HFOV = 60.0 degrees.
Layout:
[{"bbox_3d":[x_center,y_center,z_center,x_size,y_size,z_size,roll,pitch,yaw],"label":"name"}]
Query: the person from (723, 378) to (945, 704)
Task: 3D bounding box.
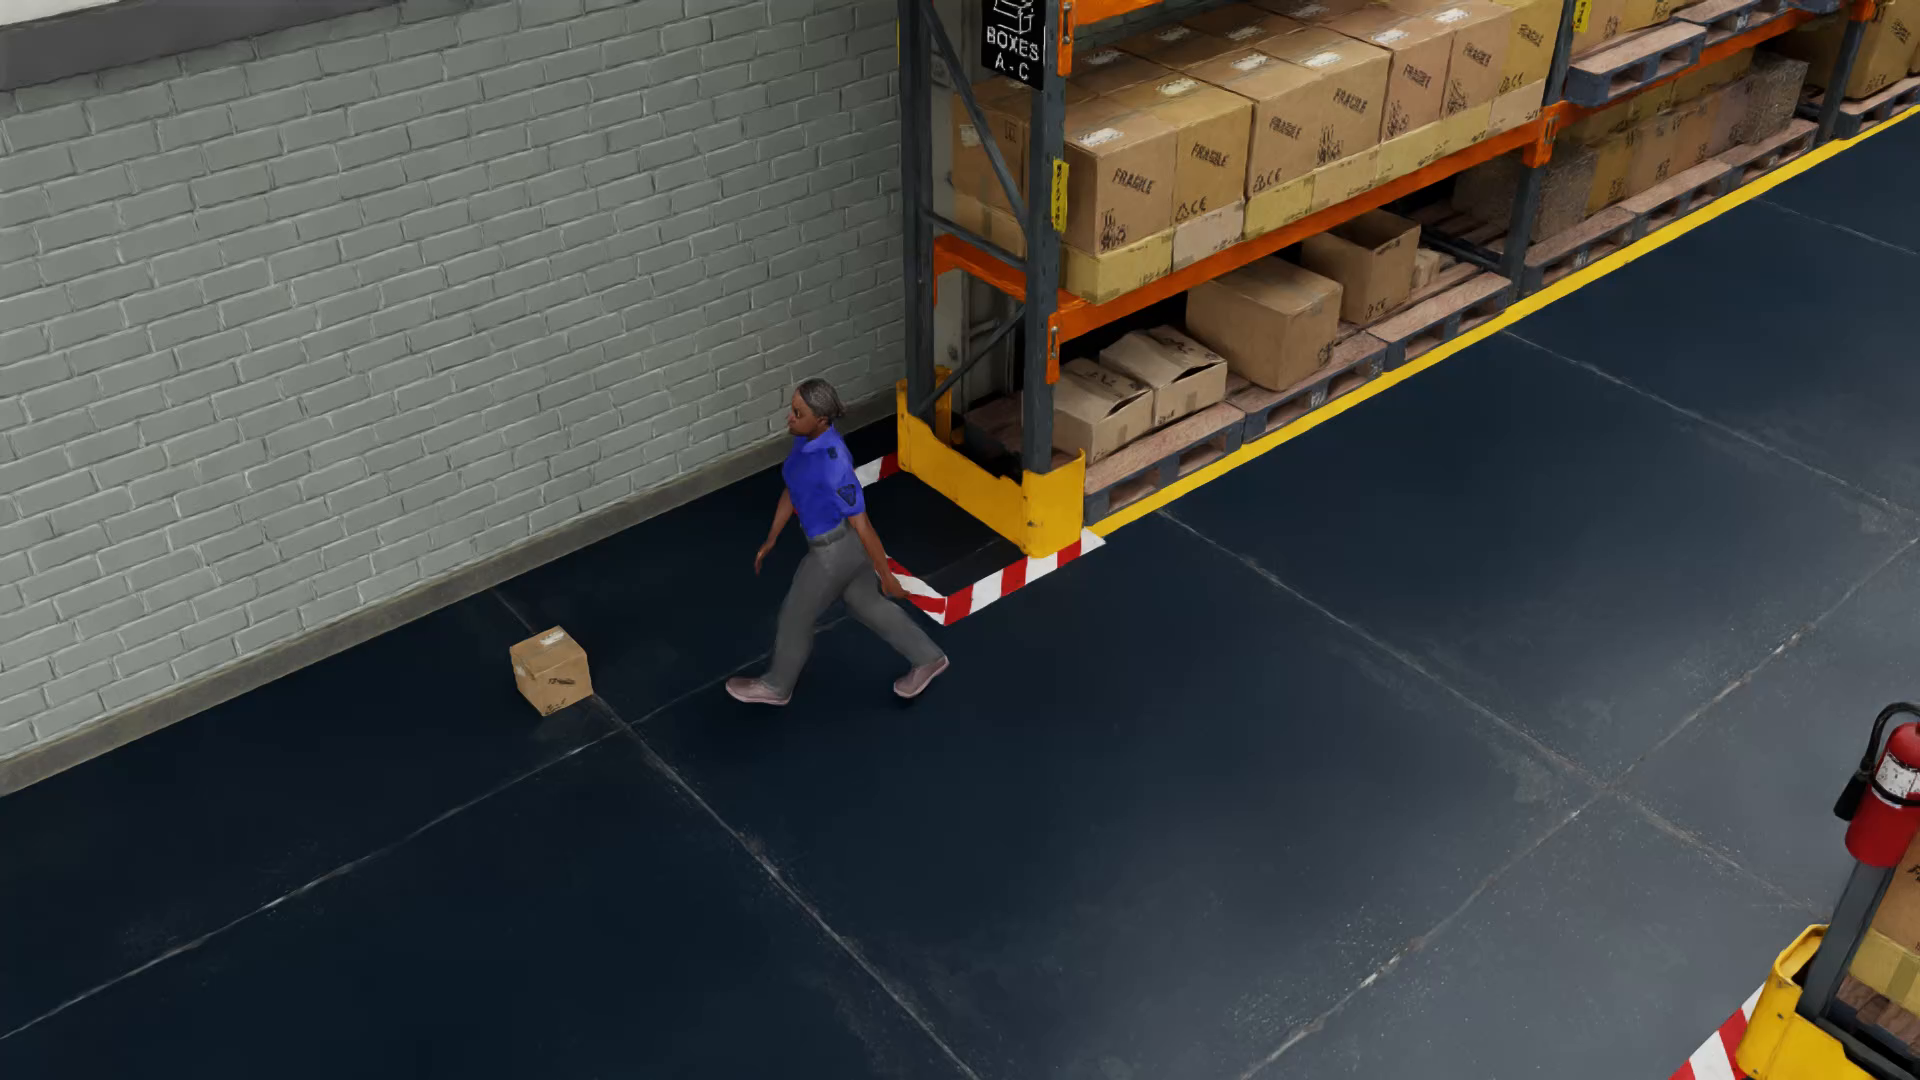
[{"bbox_3d":[-0.562,0.038,7.045,0.999,1.601,0.488,-5,36,-6],"label":"person"}]
